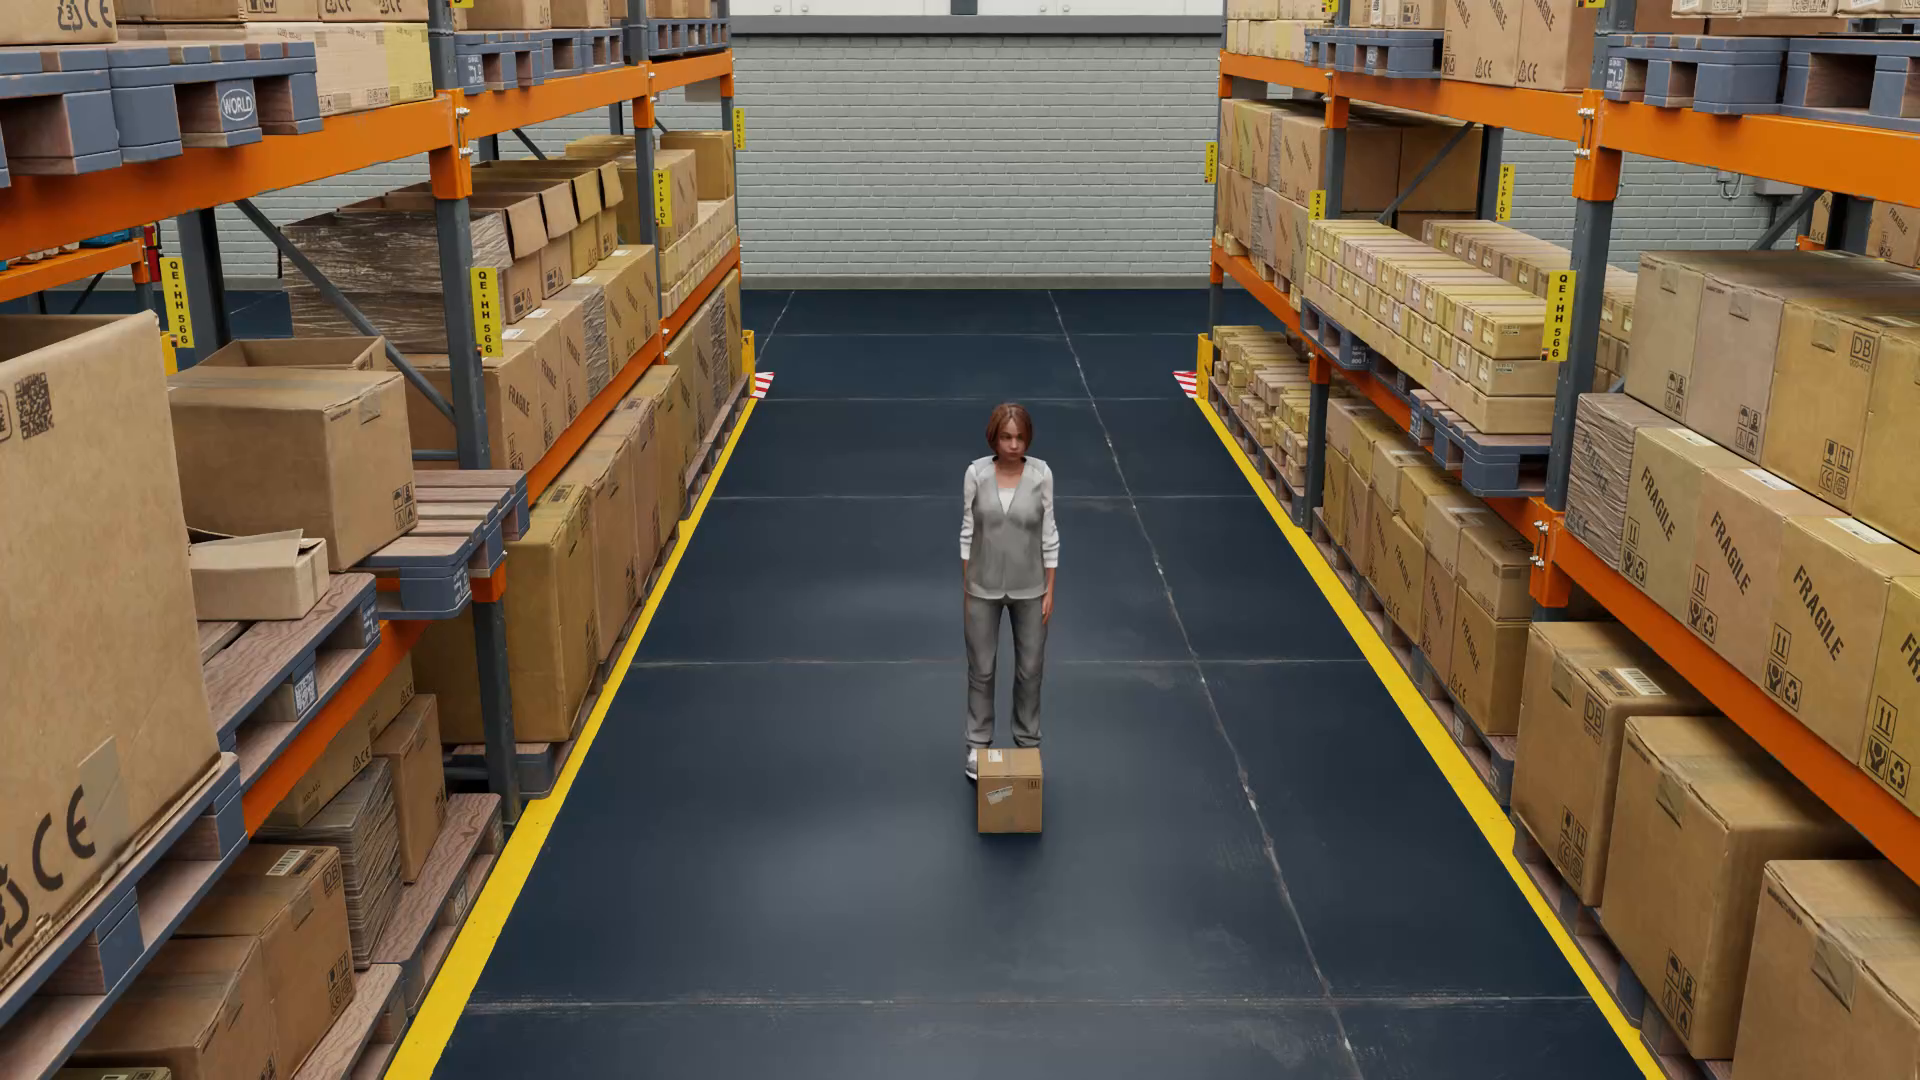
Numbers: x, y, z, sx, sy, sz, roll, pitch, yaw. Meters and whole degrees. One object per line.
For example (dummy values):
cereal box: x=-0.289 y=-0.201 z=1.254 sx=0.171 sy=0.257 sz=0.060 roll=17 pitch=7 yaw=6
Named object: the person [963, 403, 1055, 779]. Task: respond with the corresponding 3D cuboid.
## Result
person: x=0.203 y=0.218 z=6.871 sx=0.387 sy=1.597 sz=0.300 roll=0 pitch=17 yaw=0
